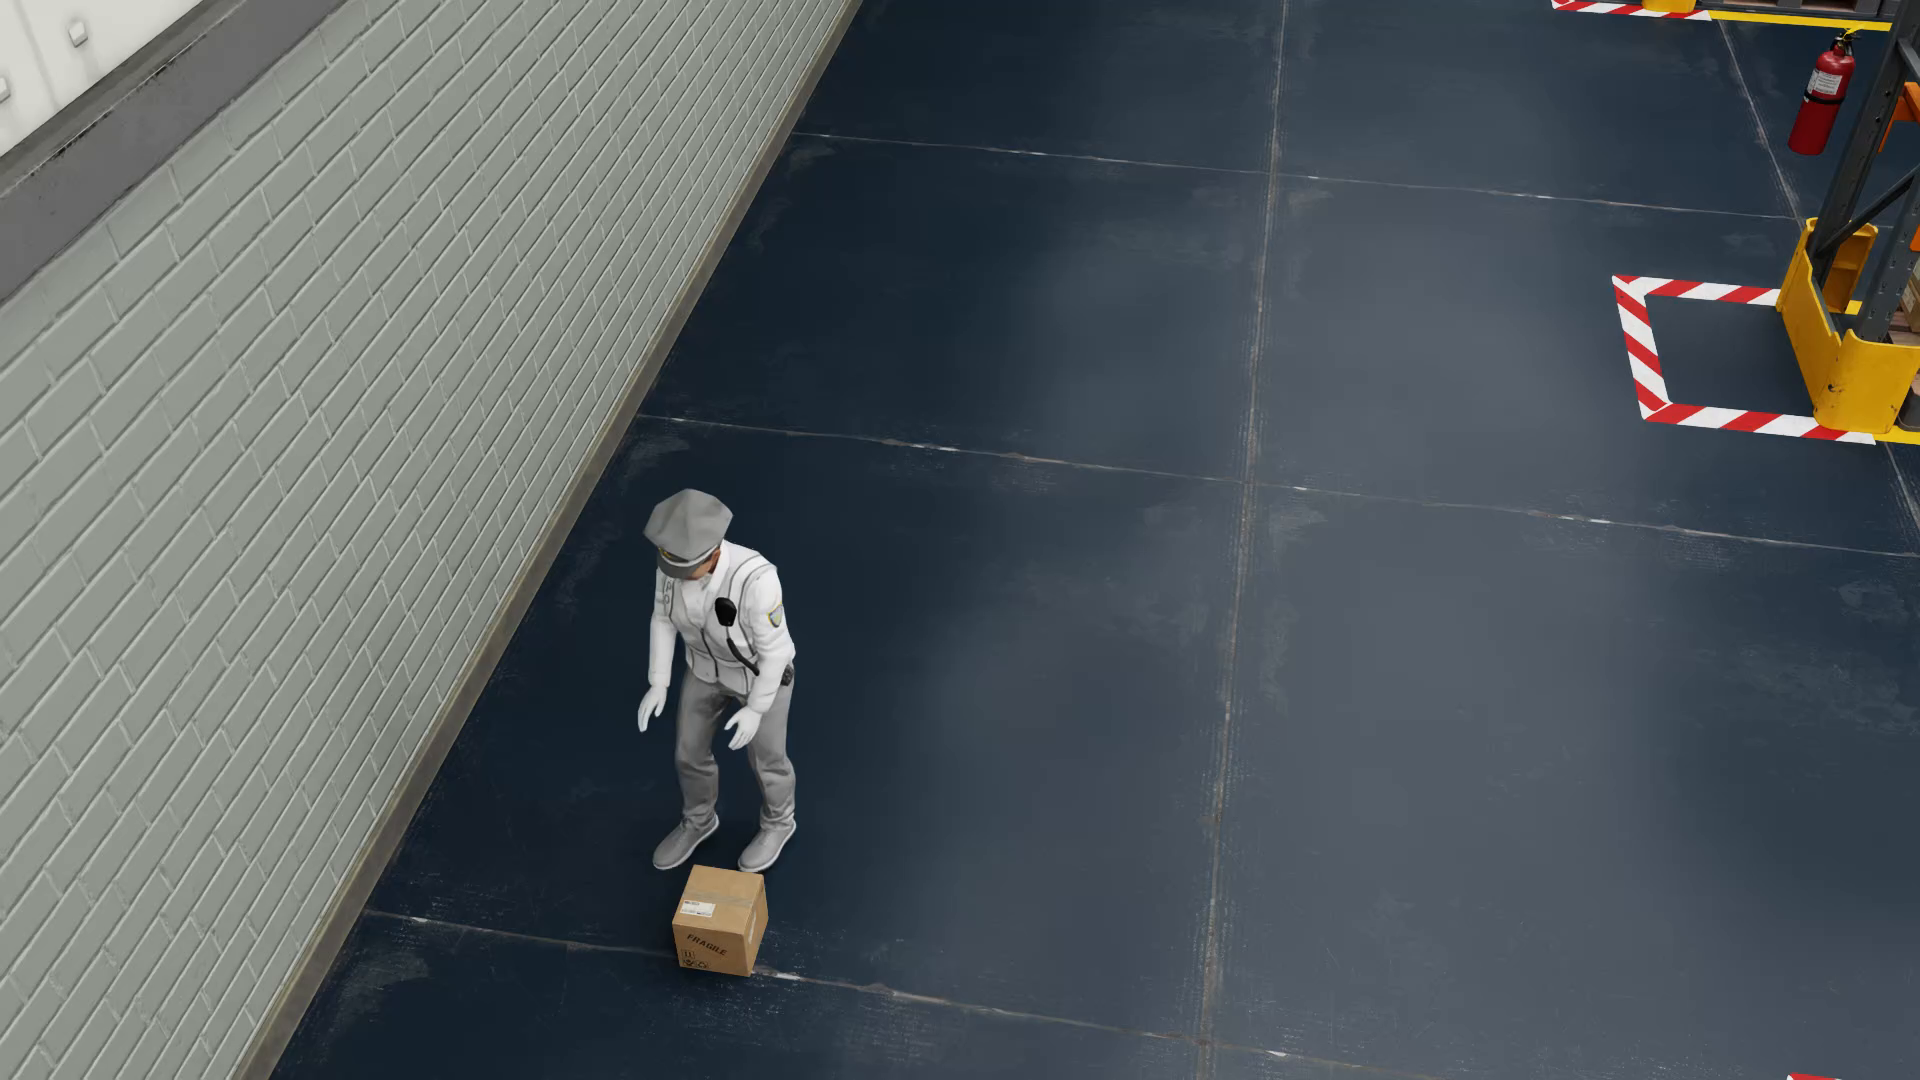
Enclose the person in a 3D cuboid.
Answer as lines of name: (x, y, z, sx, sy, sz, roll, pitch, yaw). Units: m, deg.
person: (-0.809, 0.508, 5.567, 0.540, 1.684, 0.502, 18, 44, 20)
